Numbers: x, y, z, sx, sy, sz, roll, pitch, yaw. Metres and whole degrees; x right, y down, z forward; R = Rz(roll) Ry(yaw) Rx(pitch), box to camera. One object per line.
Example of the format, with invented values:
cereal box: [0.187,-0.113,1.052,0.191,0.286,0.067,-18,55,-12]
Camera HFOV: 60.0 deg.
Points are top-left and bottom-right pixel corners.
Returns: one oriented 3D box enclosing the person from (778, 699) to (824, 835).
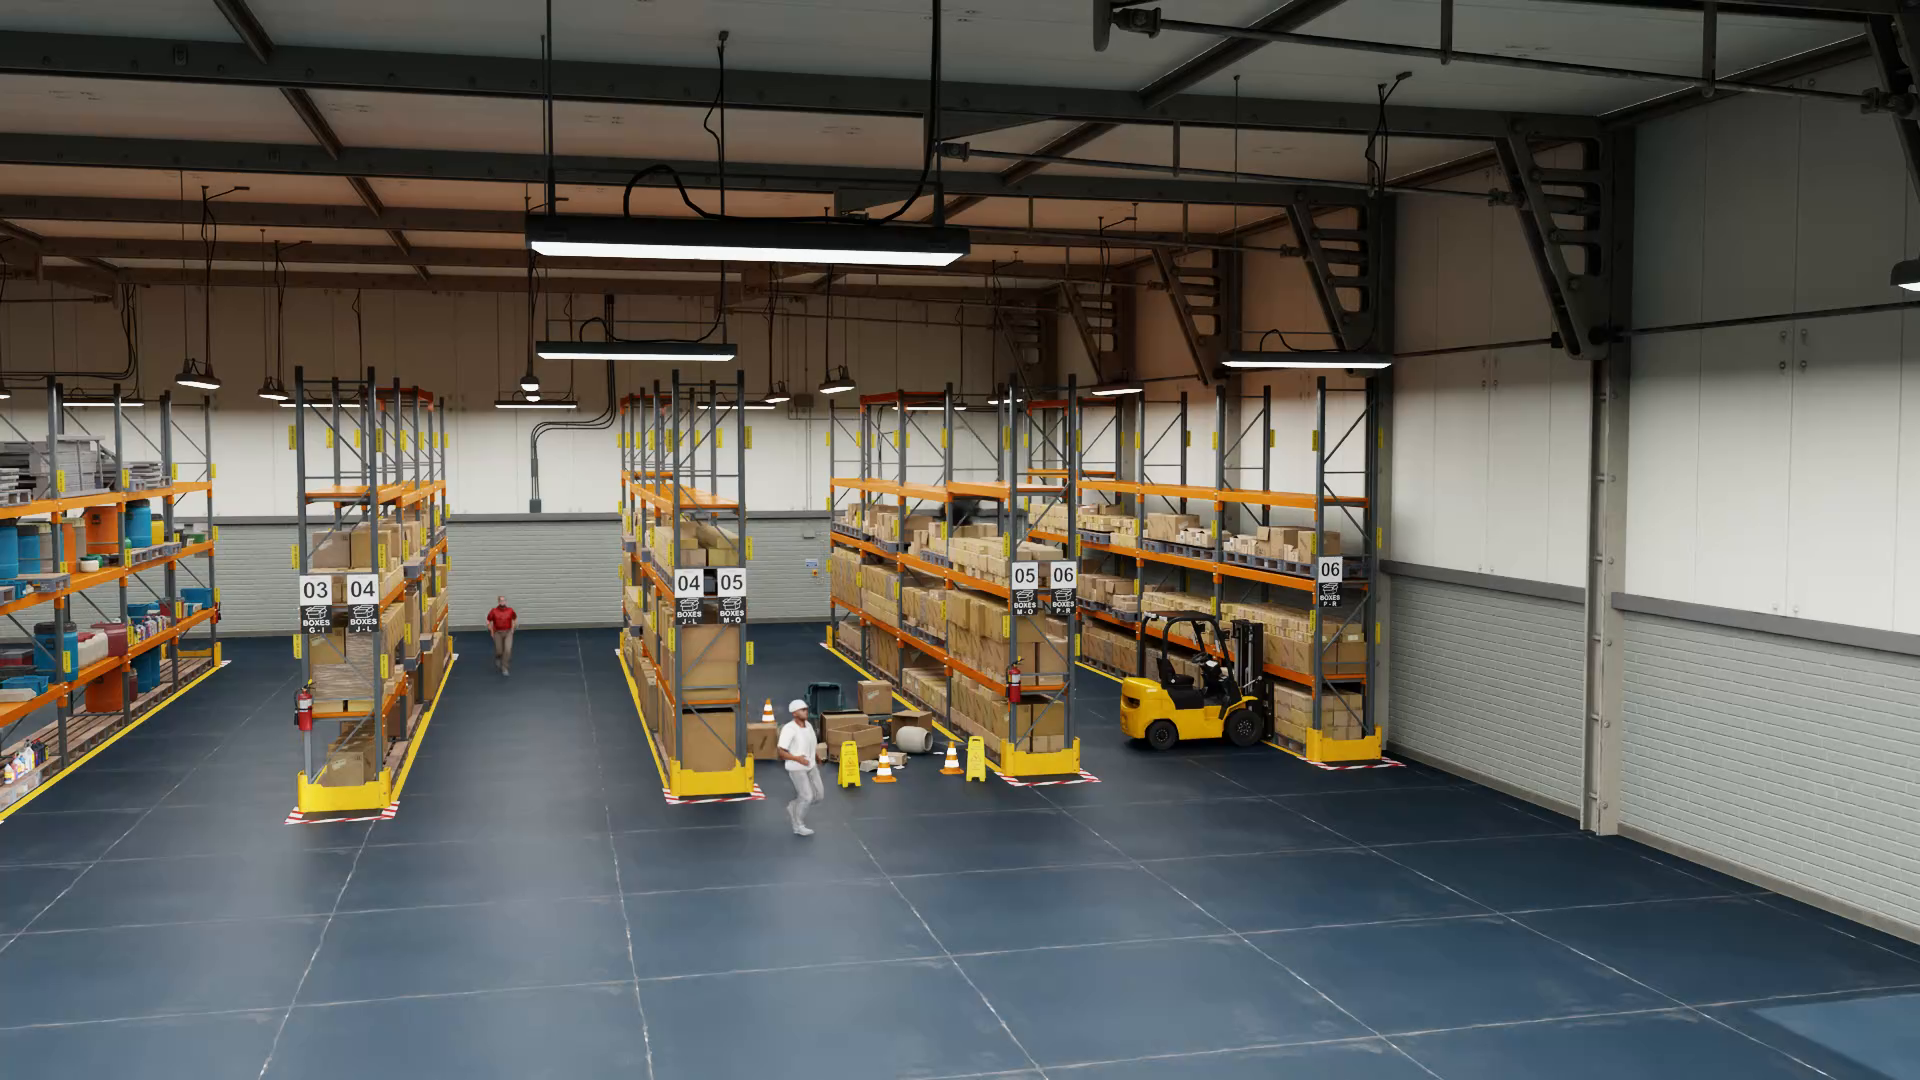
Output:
person: [-2.003,2.880,21.102,0.600,1.719,0.695,2,4,32]

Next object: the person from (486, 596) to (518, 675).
person: [-9.812,2.041,35.678,0.665,1.686,0.644,-2,4,-24]
